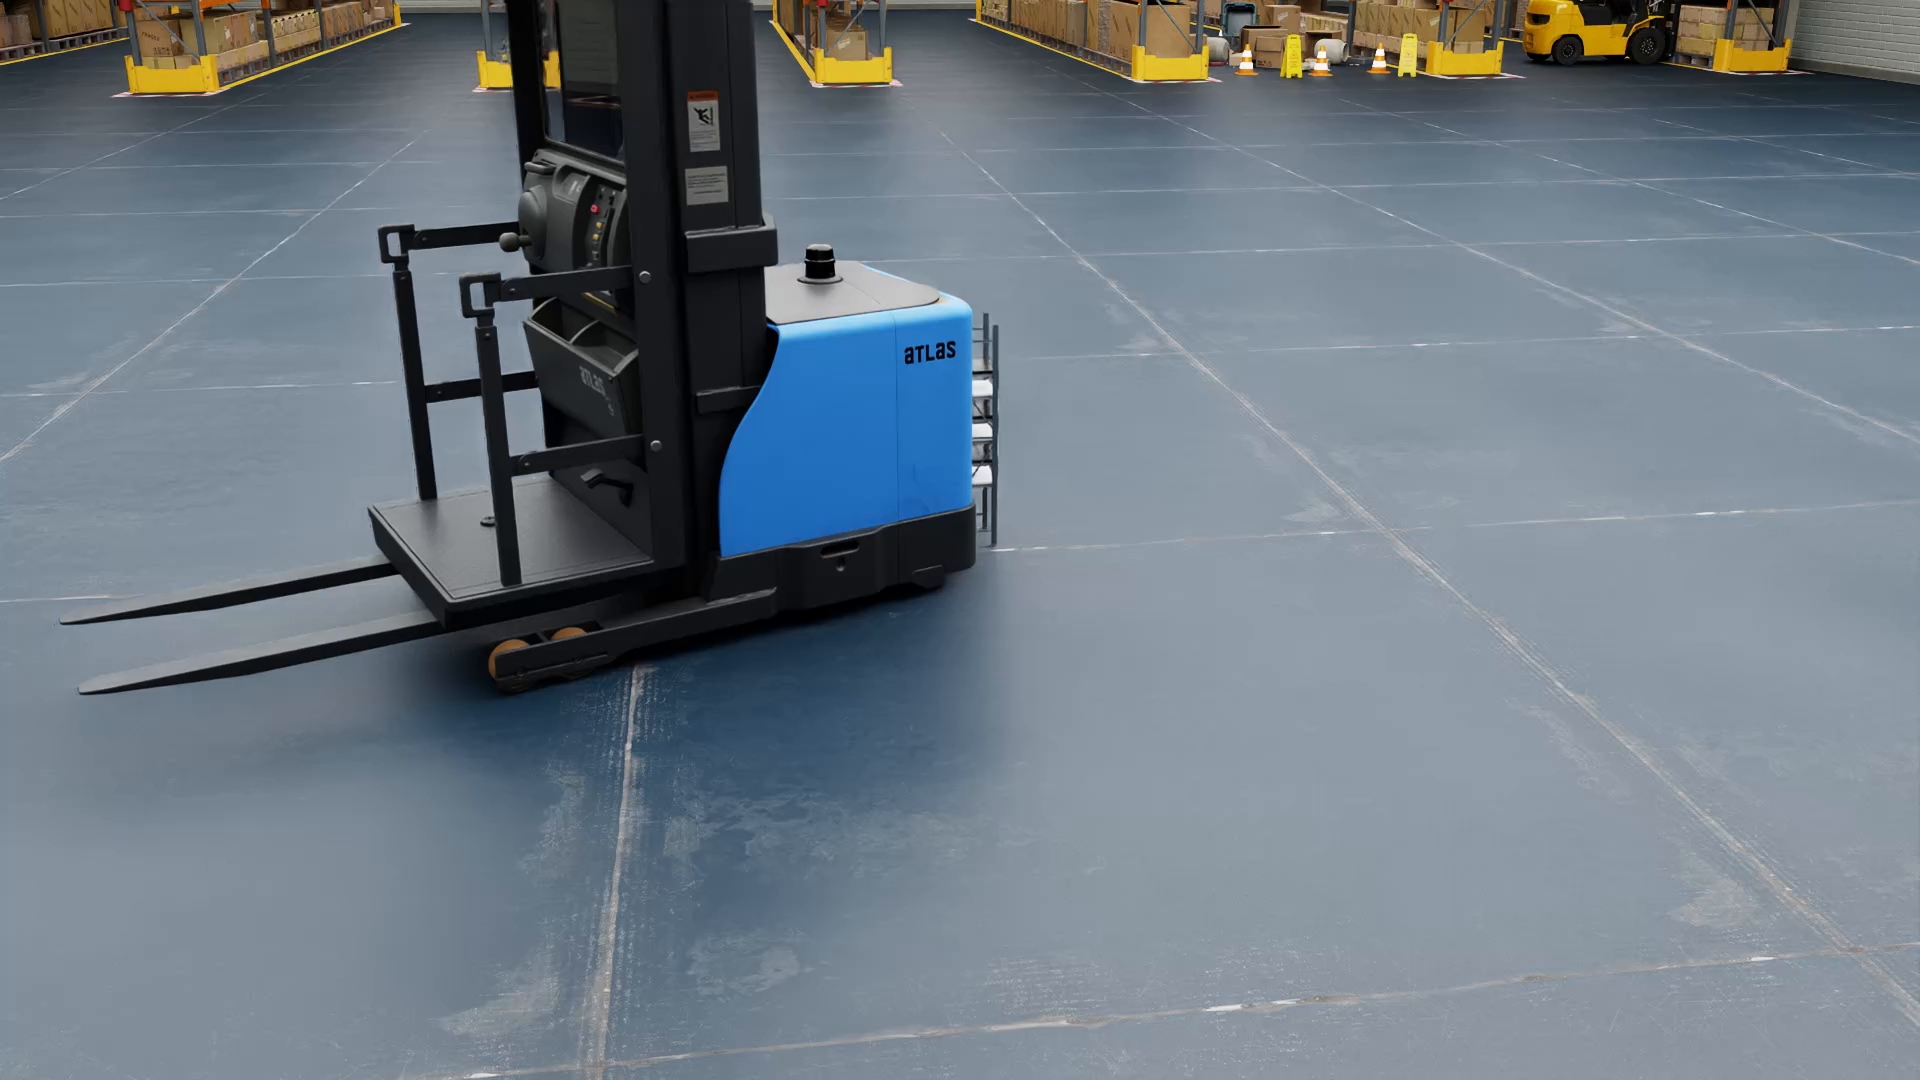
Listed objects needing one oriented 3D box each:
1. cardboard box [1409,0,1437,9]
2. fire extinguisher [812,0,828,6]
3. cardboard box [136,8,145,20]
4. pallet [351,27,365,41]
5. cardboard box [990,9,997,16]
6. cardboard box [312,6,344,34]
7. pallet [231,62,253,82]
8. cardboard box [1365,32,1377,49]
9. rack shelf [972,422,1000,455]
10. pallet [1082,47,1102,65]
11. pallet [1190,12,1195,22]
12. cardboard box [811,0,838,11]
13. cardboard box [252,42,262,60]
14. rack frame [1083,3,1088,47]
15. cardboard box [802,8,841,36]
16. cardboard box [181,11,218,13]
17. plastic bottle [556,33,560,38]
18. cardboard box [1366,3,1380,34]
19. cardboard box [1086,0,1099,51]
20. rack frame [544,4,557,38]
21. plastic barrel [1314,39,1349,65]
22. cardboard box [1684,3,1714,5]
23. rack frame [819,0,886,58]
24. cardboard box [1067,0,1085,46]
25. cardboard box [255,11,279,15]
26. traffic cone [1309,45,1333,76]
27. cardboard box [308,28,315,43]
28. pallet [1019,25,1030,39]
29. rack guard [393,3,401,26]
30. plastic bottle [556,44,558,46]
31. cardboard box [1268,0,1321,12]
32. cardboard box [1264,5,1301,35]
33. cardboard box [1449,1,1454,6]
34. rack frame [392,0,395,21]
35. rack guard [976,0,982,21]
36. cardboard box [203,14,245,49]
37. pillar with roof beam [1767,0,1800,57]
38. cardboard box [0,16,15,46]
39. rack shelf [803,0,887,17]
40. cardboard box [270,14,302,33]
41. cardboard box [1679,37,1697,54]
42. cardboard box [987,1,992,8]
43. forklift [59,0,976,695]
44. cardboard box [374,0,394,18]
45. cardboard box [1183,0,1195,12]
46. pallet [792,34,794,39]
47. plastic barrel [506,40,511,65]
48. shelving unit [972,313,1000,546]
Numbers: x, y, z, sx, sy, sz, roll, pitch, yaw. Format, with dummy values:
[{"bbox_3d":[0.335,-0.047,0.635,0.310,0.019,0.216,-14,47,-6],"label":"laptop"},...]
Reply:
[{"bbox_3d":[7.681,-8.904,27.599,0.380,0.149,0.250,-2,21,-6],"label":"cardboard box"},{"bbox_3d":[-2.072,-8.353,24.904,0.296,0.674,0.183,-3,21,-8],"label":"fire extinguisher"},{"bbox_3d":[-18.214,-11.499,36.189,0.700,0.500,0.500,-2,21,-6],"label":"cardboard box"},{"bbox_3d":[-13.011,-10.522,34.588,1.003,0.211,1.213,-3,21,-8],"label":"pallet"},{"bbox_3d":[0.913,-12.430,39.184,0.380,0.149,0.250,-4,21,-10],"label":"cardboard box"},{"bbox_3d":[-12.520,-10.286,32.912,0.500,0.500,0.500,-3,21,-8],"label":"cardboard box"},{"bbox_3d":[-11.760,-7.332,26.044,1.003,0.211,1.213,-3,21,-8],"label":"pallet"},{"bbox_3d":[7.504,-8.843,29.436,0.500,0.250,0.500,-2,21,-5],"label":"cardboard box"},{"bbox_3d":[0.011,-0.396,6.586,0.258,0.077,0.200,-3,21,-9],"label":"rack shelf"},{"bbox_3d":[2.746,-8.479,29.115,1.003,0.211,1.213,-3,21,-8],"label":"pallet"},{"bbox_3d":[6.061,-12.912,40.986,1.003,0.211,1.213,-3,21,-8],"label":"pallet"},{"bbox_3d":[-2.573,-10.195,31.597,0.500,0.250,0.500,-1,20,-2],"label":"cardboard box"},{"bbox_3d":[-11.667,-7.924,26.975,0.500,0.250,0.500,-3,21,-8],"label":"cardboard box"},{"bbox_3d":[2.714,-10.052,29.343,1.000,3.000,0.127,-3,21,-8],"label":"rack frame"},{"bbox_3d":[-2.669,-10.026,32.217,0.700,0.500,0.500,-4,21,-11],"label":"cardboard box"},{"bbox_3d":[-12.175,-8.250,26.774,0.500,0.500,0.500,-3,21,-8],"label":"cardboard box"},{"bbox_3d":[-6.704,-8.277,27.748,0.144,0.351,0.185,-4,21,-10],"label":"plastic bottle"},{"bbox_3d":[7.504,-9.194,29.303,0.500,0.500,0.500,-2,21,-6],"label":"cardboard box"},{"bbox_3d":[2.735,-9.032,29.049,0.875,0.875,0.875,-3,21,-7],"label":"cardboard box"},{"bbox_3d":[-7.687,-10.972,31.806,1.000,3.000,0.127,-3,21,-8],"label":"rack frame"},{"bbox_3d":[6.378,-8.384,28.558,0.512,0.421,0.421,12,24,30],"label":"plastic barrel"},{"bbox_3d":[12.999,-9.281,29.178,0.500,0.250,0.500,-3,21,-9],"label":"cardboard box"},{"bbox_3d":[-1.632,-8.452,25.059,1.000,3.000,0.127,-3,21,-8],"label":"rack frame"},{"bbox_3d":[2.535,-9.405,30.226,1.050,0.750,0.750,-3,21,-8],"label":"cardboard box"},{"bbox_3d":[-12.720,-9.517,30.439,0.500,0.311,0.500,-3,21,-9],"label":"cardboard box"},{"bbox_3d":[5.786,-7.674,26.600,0.336,0.463,0.334,-3,21,-8],"label":"traffic cone"},{"bbox_3d":[-12.194,-9.284,30.616,0.500,0.250,0.500,-3,21,-8],"label":"cardboard box"},{"bbox_3d":[1.853,-10.823,35.392,1.003,0.211,1.213,-3,21,-8],"label":"pallet"},{"bbox_3d":[-13.731,-12.296,38.924,1.175,0.500,0.348,-3,21,-8],"label":"rack guard"},{"bbox_3d":[-6.550,-7.927,26.924,0.097,0.271,0.097,0,20,0],"label":"plastic bottle"},{"bbox_3d":[7.004,-11.166,34.763,0.875,0.875,0.875,-3,21,-8],"label":"cardboard box"},{"bbox_3d":[5.841,-9.420,30.142,0.500,0.500,0.500,-3,21,-8],"label":"cardboard box"},{"bbox_3d":[11.289,-12.021,37.588,0.500,0.500,0.500,-3,21,-8],"label":"cardboard box"},{"bbox_3d":[-13.742,-13.493,38.557,1.000,3.000,0.127,-3,21,-8],"label":"rack frame"},{"bbox_3d":[0.995,-13.010,40.834,1.175,0.500,0.348,-3,21,-8],"label":"rack guard"},{"bbox_3d":[-11.506,-7.930,25.919,0.500,0.500,0.500,-3,21,-8],"label":"cardboard box"},{"bbox_3d":[9.617,-12.083,26.207,9.100,9.000,0.400,-3,21,-8],"label":"pillar with roof beam"},{"bbox_3d":[-17.376,-9.077,29.675,0.700,0.500,0.500,-3,21,-8],"label":"cardboard box"},{"bbox_3d":[-1.921,-8.808,27.039,1.077,0.370,4.000,-3,21,-8],"label":"rack shelf"},{"bbox_3d":[-12.048,-9.198,29.584,0.500,0.311,0.500,-2,21,-6],"label":"cardboard box"},{"bbox_3d":[12.643,-8.432,28.334,0.500,0.250,0.500,-3,21,-8],"label":"cardboard box"},{"bbox_3d":[0.842,-12.741,39.591,0.380,0.149,0.250,-2,21,-6],"label":"cardboard box"},{"bbox_3d":[-1.465,-1.090,5.446,3.031,2.935,1.130,-12,24,-29],"label":"forklift"},{"bbox_3d":[-13.420,-12.353,38.446,0.500,0.500,0.500,-3,21,-8],"label":"cardboard box"},{"bbox_3d":[6.062,-13.265,41.006,0.875,0.438,0.875,-4,21,-10],"label":"cardboard box"},{"bbox_3d":[-2.997,-10.614,34.832,1.003,0.211,1.213,-3,21,-8],"label":"pallet"},{"bbox_3d":[-6.704,-7.458,25.351,0.421,0.512,0.421,0,20,0],"label":"plastic barrel"},{"bbox_3d":[0.011,-0.428,6.575,0.258,0.900,0.210,-3,21,-9],"label":"shelving unit"}]
